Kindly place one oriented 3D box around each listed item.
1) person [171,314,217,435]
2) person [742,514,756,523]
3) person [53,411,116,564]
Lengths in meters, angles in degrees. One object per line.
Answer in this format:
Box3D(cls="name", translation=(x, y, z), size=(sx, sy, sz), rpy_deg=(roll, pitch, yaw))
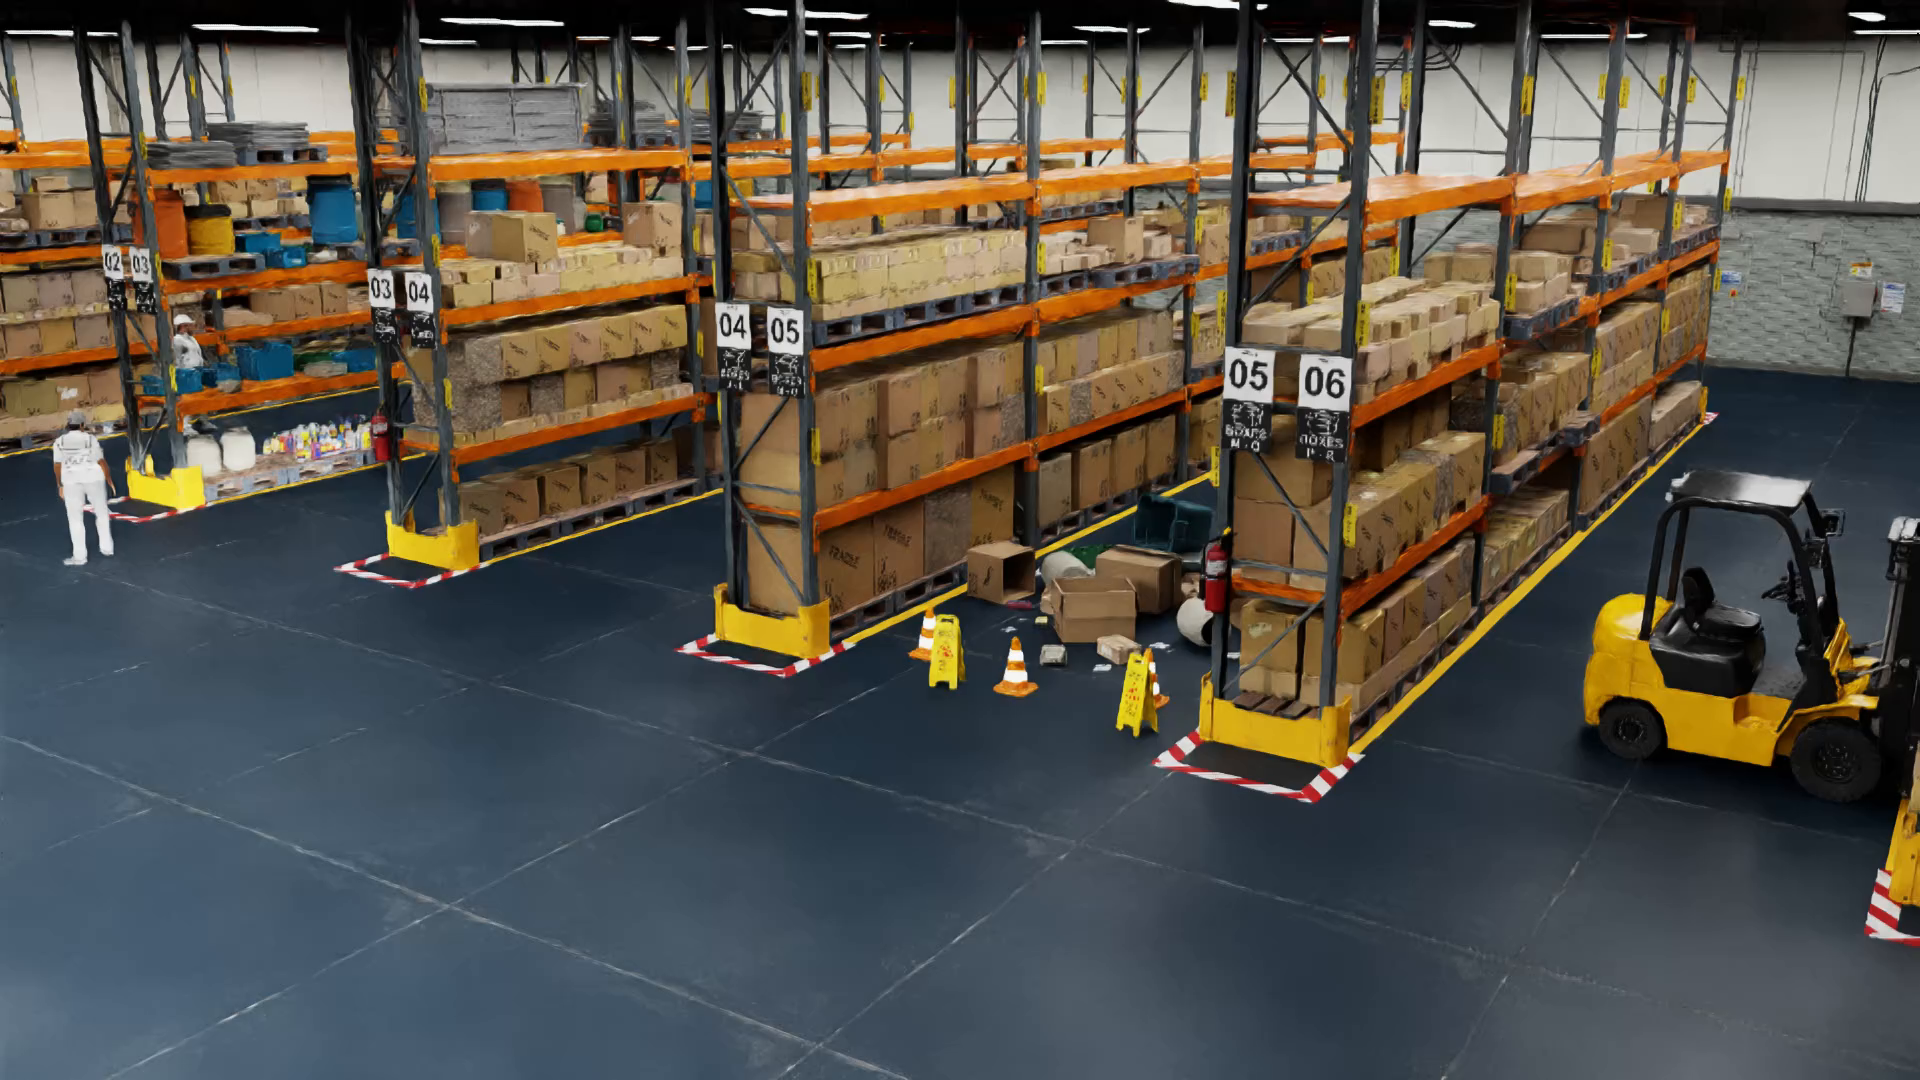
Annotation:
Box3D(cls="person", translation=(-11.445, -2.485, 24.792), size=(0.450, 1.776, 0.584), rpy_deg=(0, 16, 2))
Box3D(cls="person", translation=(-2.082, -0.989, 18.712), size=(0.481, 1.609, 1.007), rpy_deg=(13, 20, 39))
Box3D(cls="person", translation=(-9.605, -0.596, 18.240), size=(0.598, 1.653, 0.556), rpy_deg=(-8, 17, -25))
